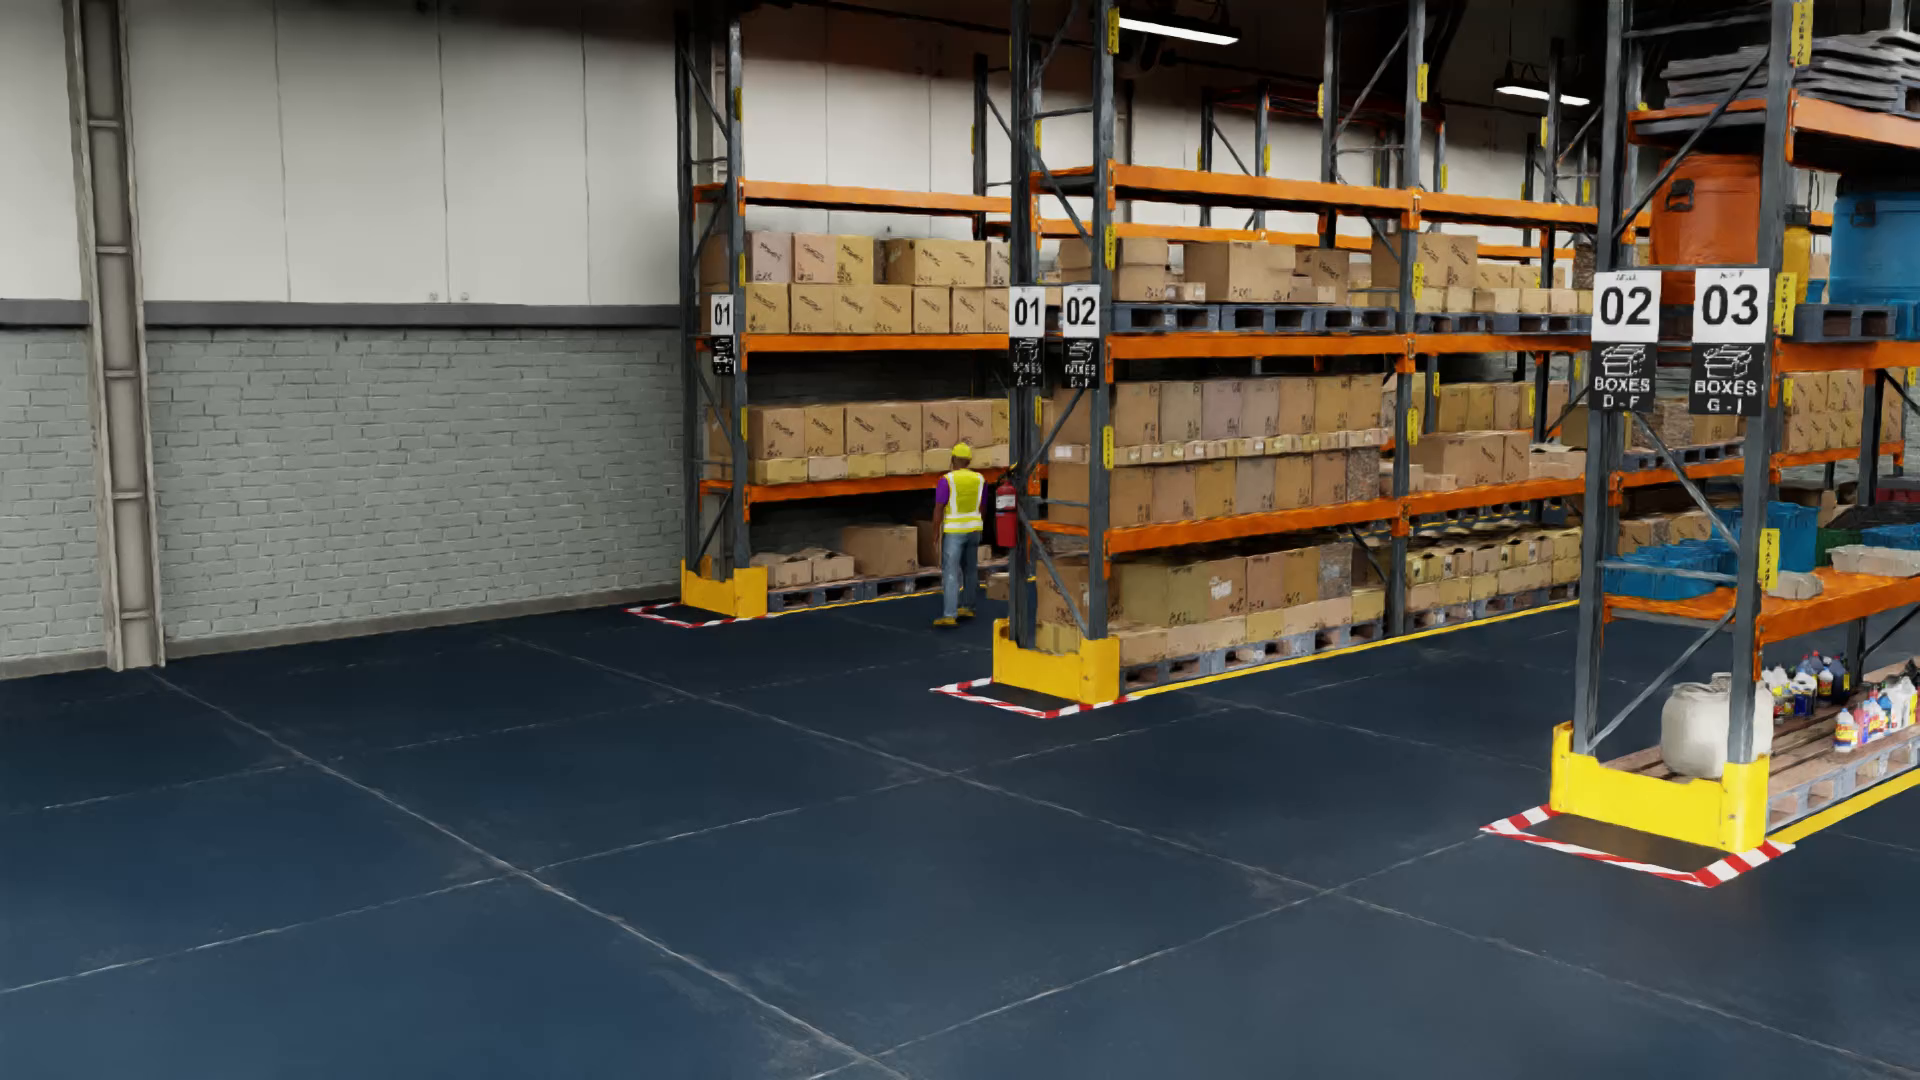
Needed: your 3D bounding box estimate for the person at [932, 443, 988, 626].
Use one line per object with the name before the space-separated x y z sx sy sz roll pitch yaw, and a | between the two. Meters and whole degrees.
person | -0.024 -0.065 16.220 0.634 1.762 0.599 -5 9 -34
